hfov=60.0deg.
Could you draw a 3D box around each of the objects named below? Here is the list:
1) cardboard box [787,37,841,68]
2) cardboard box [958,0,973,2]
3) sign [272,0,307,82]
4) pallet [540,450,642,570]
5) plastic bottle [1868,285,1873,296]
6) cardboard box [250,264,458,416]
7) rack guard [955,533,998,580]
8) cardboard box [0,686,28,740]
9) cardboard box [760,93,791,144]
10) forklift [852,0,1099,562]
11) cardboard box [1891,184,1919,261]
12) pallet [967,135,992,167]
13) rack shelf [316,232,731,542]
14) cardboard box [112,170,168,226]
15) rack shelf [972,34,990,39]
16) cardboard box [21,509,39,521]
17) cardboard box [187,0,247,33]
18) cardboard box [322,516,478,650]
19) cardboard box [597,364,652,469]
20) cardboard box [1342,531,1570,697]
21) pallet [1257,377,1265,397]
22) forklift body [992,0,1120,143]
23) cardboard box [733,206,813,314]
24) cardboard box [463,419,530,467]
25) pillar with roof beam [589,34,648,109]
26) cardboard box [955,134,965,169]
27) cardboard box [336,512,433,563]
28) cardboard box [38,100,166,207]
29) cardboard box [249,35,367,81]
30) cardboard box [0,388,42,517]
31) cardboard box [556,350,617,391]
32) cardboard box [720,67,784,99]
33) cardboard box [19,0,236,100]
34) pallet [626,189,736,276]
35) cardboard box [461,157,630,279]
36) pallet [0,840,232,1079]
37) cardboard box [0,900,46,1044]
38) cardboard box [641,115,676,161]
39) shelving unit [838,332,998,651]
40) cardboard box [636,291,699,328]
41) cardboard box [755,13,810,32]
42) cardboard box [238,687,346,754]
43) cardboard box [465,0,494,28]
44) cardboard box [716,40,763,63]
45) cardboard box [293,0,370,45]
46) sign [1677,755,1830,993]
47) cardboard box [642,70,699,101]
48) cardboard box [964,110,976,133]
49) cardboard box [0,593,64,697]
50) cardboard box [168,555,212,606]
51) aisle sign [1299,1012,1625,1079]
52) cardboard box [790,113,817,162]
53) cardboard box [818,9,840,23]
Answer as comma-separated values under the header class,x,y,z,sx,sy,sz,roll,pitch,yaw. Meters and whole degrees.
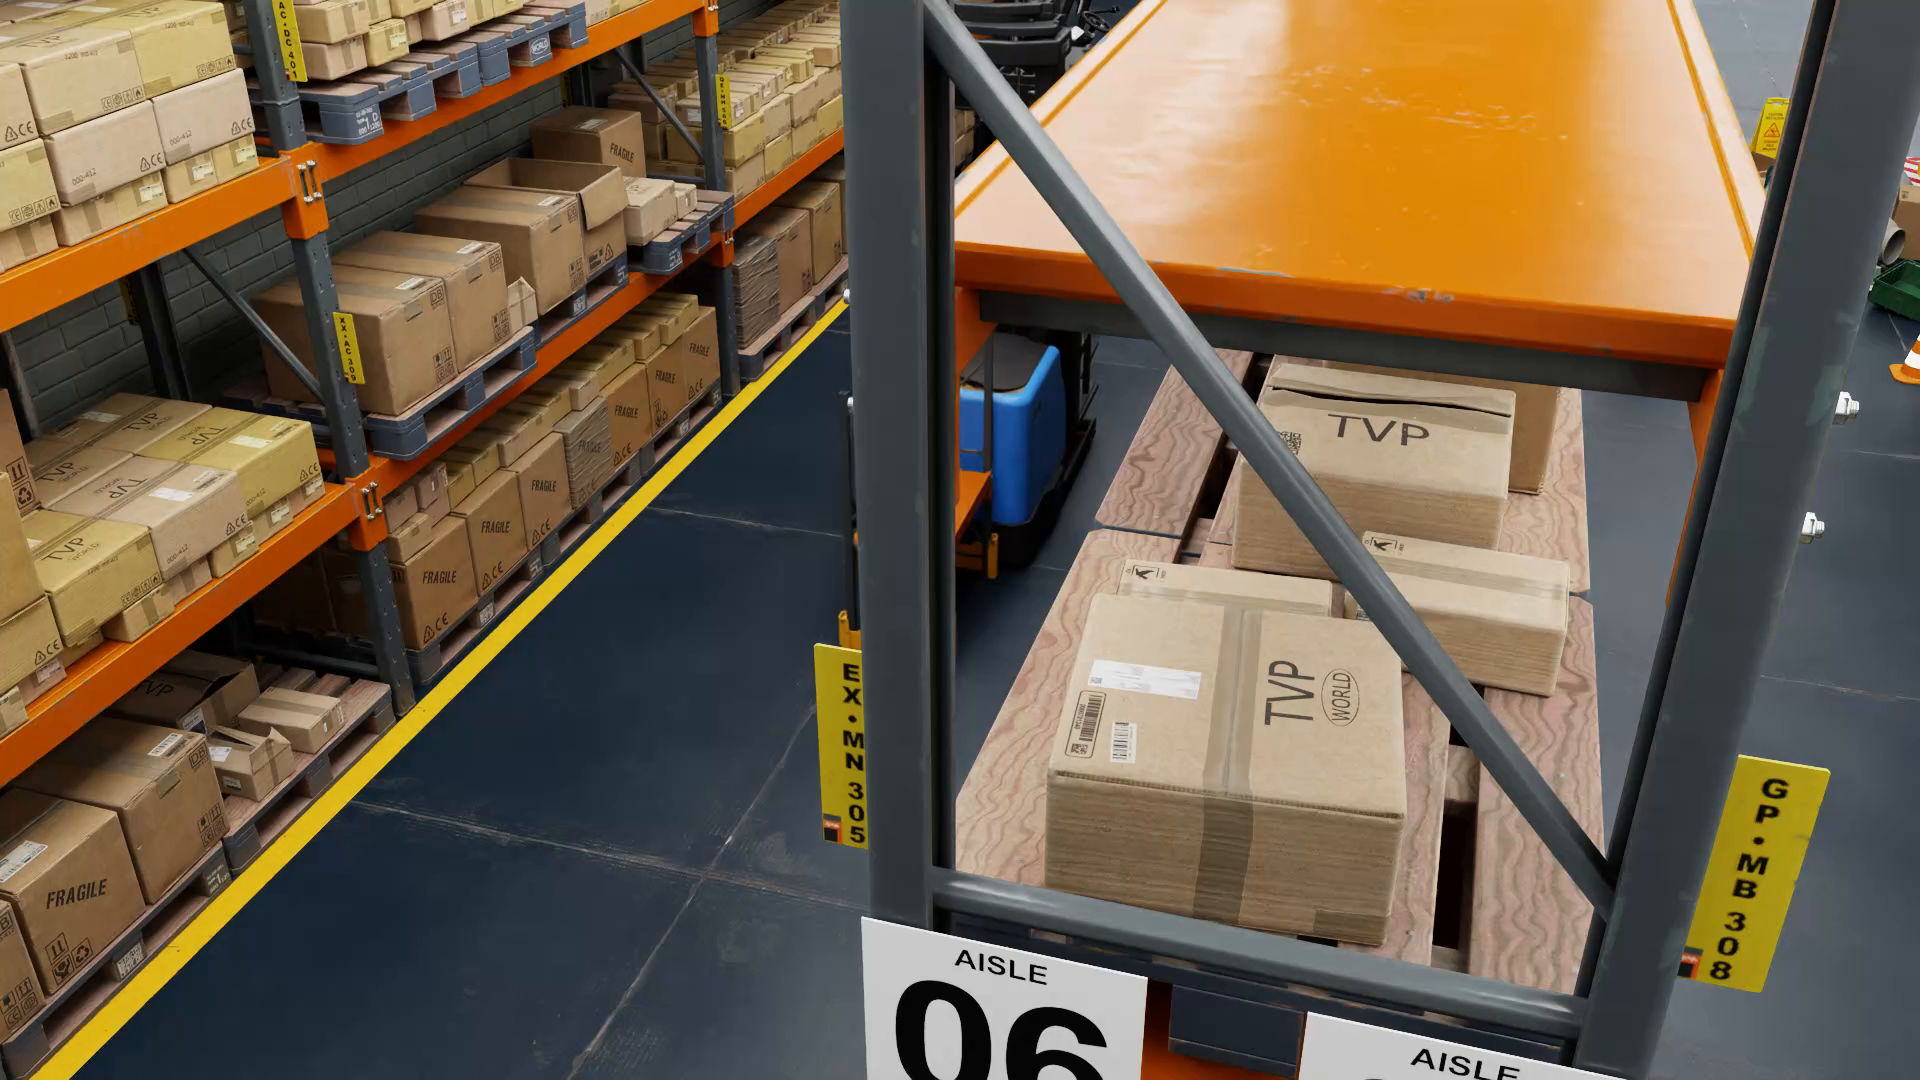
class,x,y,z,sx,sy,sz,roll,pitch,yaw
cardboard box,-1.090,-3.656,12.466,0.380,0.149,0.250,8,30,14
cardboard box,-0.187,-4.944,15.449,0.500,0.500,0.500,8,30,14
sign,-2.679,-1.996,6.636,0.100,0.325,0.005,8,30,15
pallet,-2.641,-0.267,10.013,1.003,0.211,1.213,8,30,15
plastic bottle,7.295,-1.945,13.184,0.133,0.061,0.283,-6,30,-11
cardboard box,-2.844,-0.954,7.844,0.700,0.500,0.500,9,30,16
rack guard,-0.075,0.059,9.386,0.587,0.250,0.087,7,30,13
cardboard box,-3.532,0.605,5.836,0.380,0.149,0.250,9,30,16
cardboard box,-1.514,-2.949,11.606,0.500,0.250,0.500,9,30,16
forklift,0.265,-1.856,10.071,1.130,2.935,3.031,7,30,13
cardboard box,8.131,-2.662,14.018,0.500,0.500,0.500,14,32,23
pallet,-0.222,-3.965,16.661,1.003,0.211,1.213,8,30,15
rack shelf,-2.613,-1.149,9.469,1.077,0.370,4.000,8,30,15
cardboard box,-3.185,-1.288,6.154,0.380,0.149,0.250,10,30,17
rack shelf,-0.264,-4.866,16.152,1.077,0.370,4.000,8,30,15
cardboard box,-3.897,0.067,6.392,0.500,0.250,0.500,9,30,16
cardboard box,-3.223,-2.248,7.037,0.380,0.149,0.250,8,30,14
cardboard box,-2.843,0.183,8.476,0.500,0.500,0.500,10,31,17
cardboard box,-2.252,-0.782,10.209,0.500,0.500,0.500,10,31,17
cardboard box,0.912,0.131,3.067,0.380,0.149,0.250,10,30,17
pallet,1.296,-0.720,4.965,1.003,0.211,1.213,8,30,15
forklift body,1.510,-4.598,15.803,2.313,2.155,1.214,8,30,15
cardboard box,-1.645,-2.131,12.506,0.875,0.625,0.625,9,30,17
cardboard box,-2.592,-0.538,9.103,0.380,0.149,0.250,8,30,15
pillar with roof beam,1.611,-5.134,9.723,9.100,9.000,0.400,8,30,15
cardboard box,-0.259,-3.649,15.620,0.500,0.250,0.500,8,30,14
cardboard box,-2.840,-0.037,8.203,0.380,0.149,0.250,10,31,17
cardboard box,-3.244,-1.406,5.954,0.500,0.250,0.500,7,30,13
cardboard box,-2.732,-2.044,6.977,0.380,0.149,0.250,9,30,16
cardboard box,-3.891,-0.272,6.230,0.500,0.500,0.500,8,30,13
cardboard box,-2.292,-1.022,9.973,0.380,0.149,0.250,8,30,14
cardboard box,-1.458,-3.196,11.640,0.380,0.149,0.250,9,30,15
cardboard box,-3.118,-1.858,6.254,0.500,0.250,0.500,9,30,15
pallet,-2.157,-1.984,10.428,1.213,0.211,1.003,8,30,15
cardboard box,-2.328,-1.836,9.427,0.797,0.503,0.637,8,30,14
pallet,-3.758,1.573,6.706,1.003,0.211,1.213,8,30,15
cardboard box,-3.816,1.572,5.978,0.700,0.500,0.500,10,31,17
cardboard box,-2.159,-2.794,11.327,0.500,0.250,0.500,9,30,16
shelving unit,-0.205,-0.253,8.662,0.587,1.500,1.083,7,30,13
cardboard box,-1.928,-1.501,10.836,0.380,0.149,0.250,7,30,12
cardboard box,-1.418,-4.091,13.248,0.380,0.149,0.250,8,30,14
cardboard box,-3.082,0.830,7.674,0.380,0.149,0.250,8,30,13
cardboard box,-2.434,-2.519,7.831,0.380,0.149,0.250,8,30,14
cardboard box,-1.691,-3.616,12.394,0.380,0.149,0.250,9,30,16
cardboard box,-2.693,-2.168,6.894,0.380,0.149,0.250,9,30,16
sign,0.901,0.386,1.904,0.100,0.325,0.005,8,30,15
cardboard box,-2.019,-3.149,11.555,0.380,0.149,0.250,8,30,15
cardboard box,-0.110,-4.099,15.915,0.500,0.250,0.500,8,30,14
cardboard box,-3.560,0.377,5.834,0.500,0.250,0.500,8,30,14
cardboard box,-3.264,0.127,6.695,0.380,0.149,0.250,9,30,16
aisle sign,0.628,0.971,2.245,0.394,0.787,0.004,8,30,15
cardboard box,-1.365,-2.972,12.161,0.500,0.250,0.500,8,30,13
cardboard box,-0.920,-4.159,13.371,0.380,0.149,0.250,8,30,15
